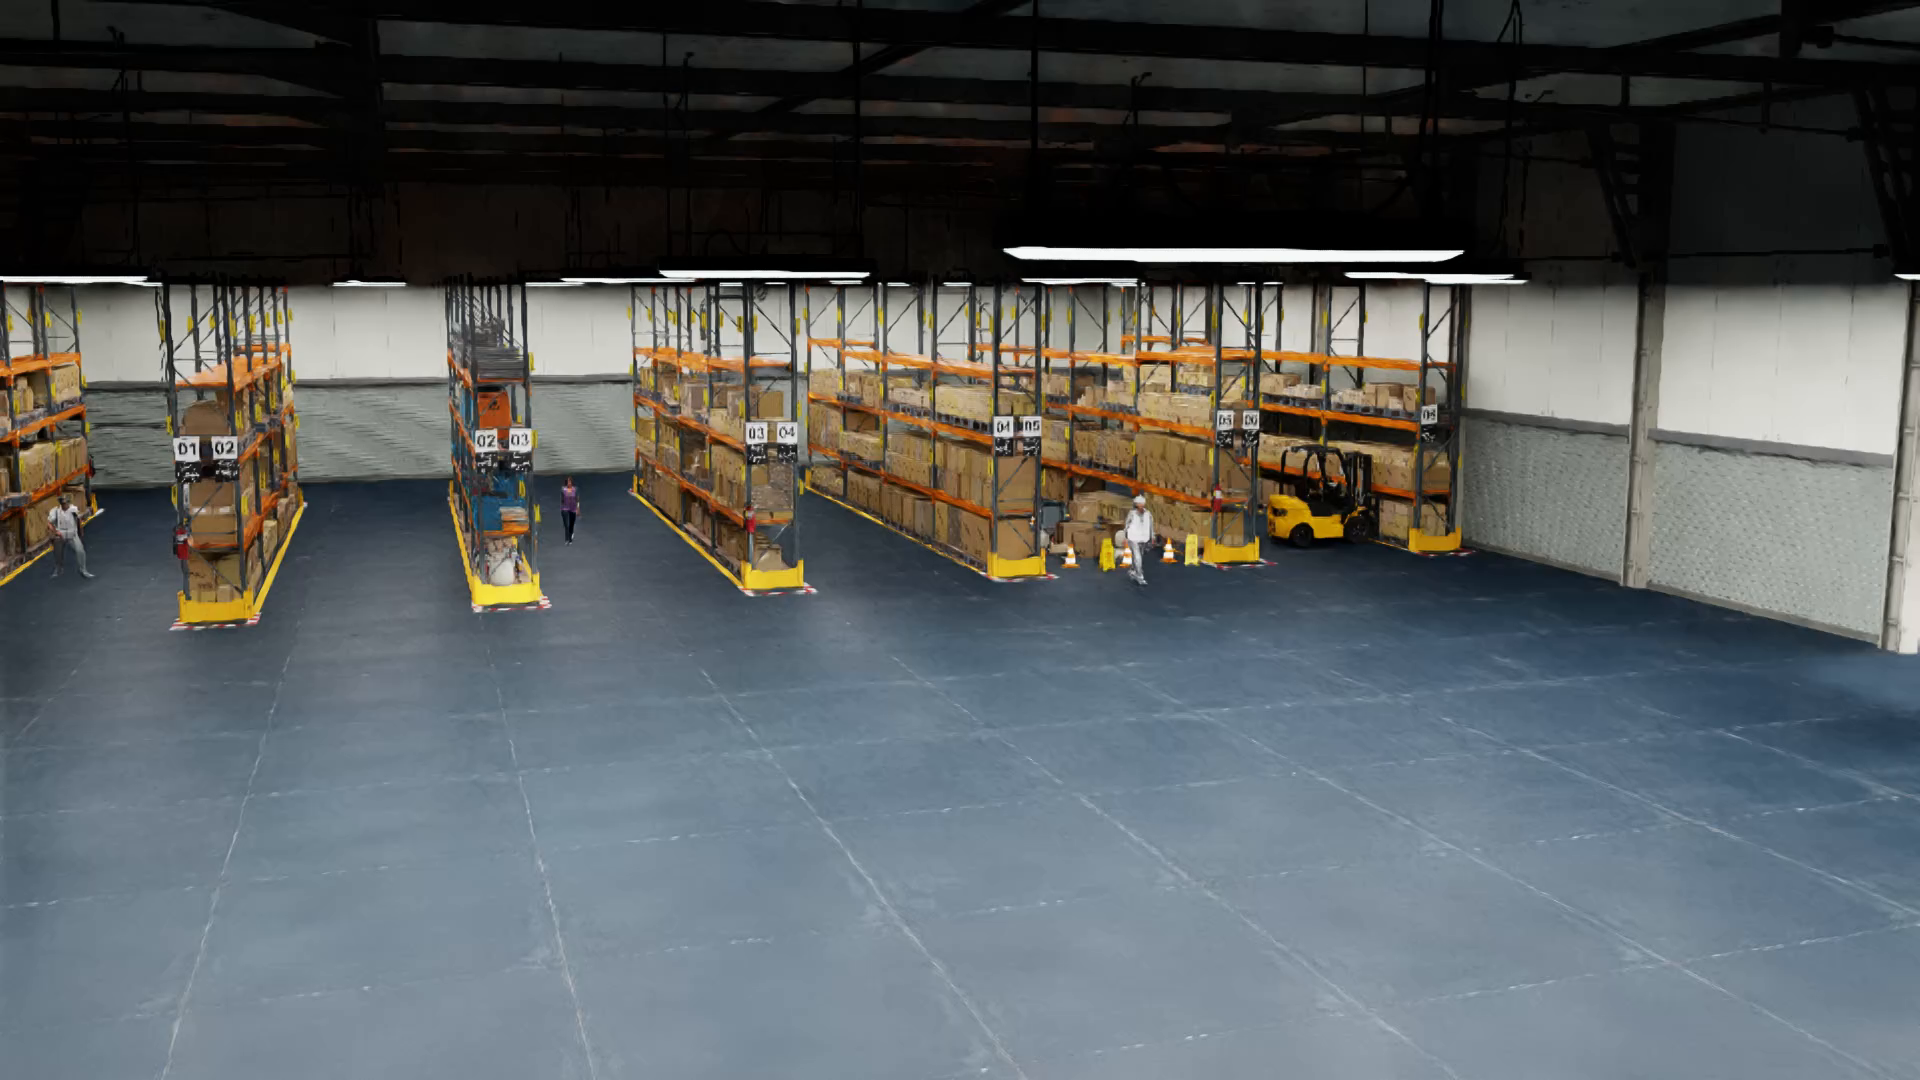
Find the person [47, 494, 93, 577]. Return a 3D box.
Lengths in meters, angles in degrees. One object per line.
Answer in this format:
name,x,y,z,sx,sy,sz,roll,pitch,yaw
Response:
person,-17.733,-0.095,33.035,0.700,1.686,0.846,-6,10,-35

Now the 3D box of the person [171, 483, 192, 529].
person,-17.685,-0.803,38.038,0.639,1.632,0.512,-3,9,-20

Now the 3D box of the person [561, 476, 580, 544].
person,-8.819,-0.715,37.611,0.415,1.495,0.871,-3,9,-20

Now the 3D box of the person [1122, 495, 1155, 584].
person,3.521,-0.026,32.553,0.555,1.725,1.029,-3,9,-19
